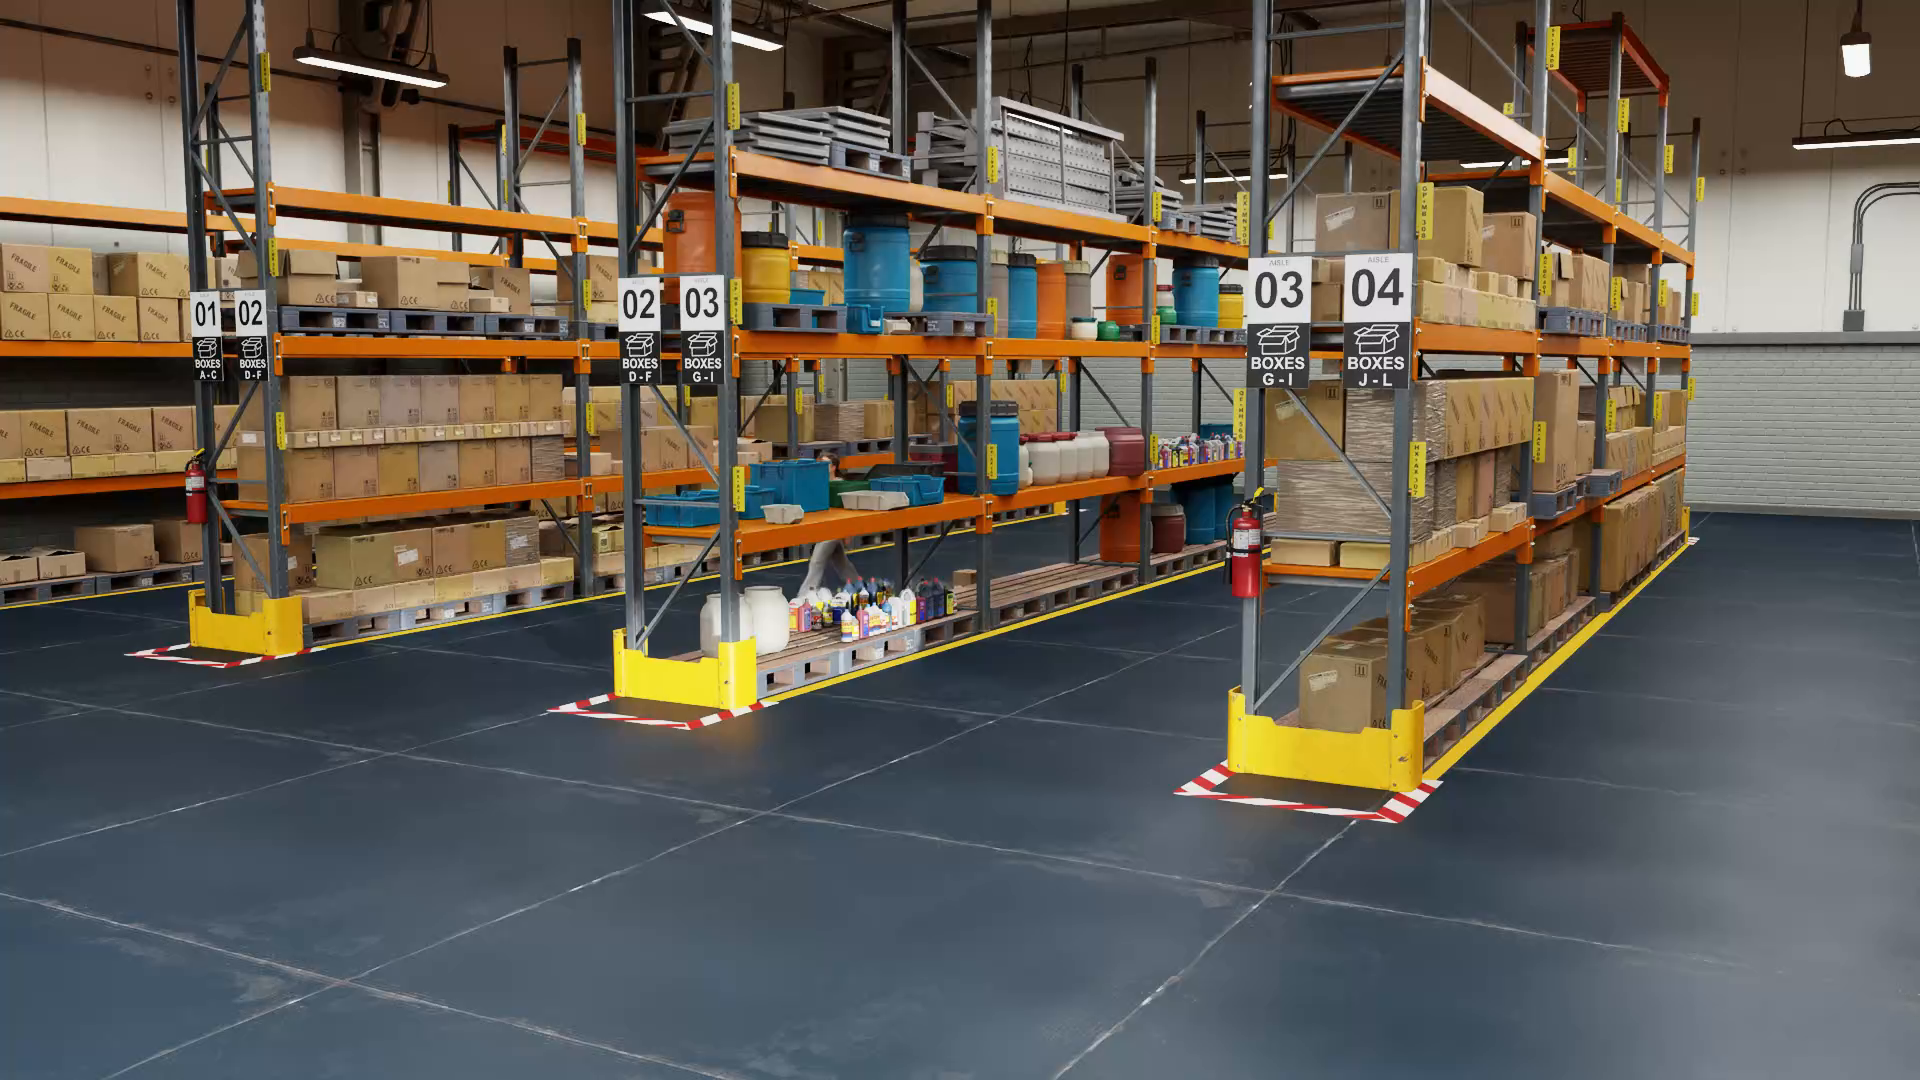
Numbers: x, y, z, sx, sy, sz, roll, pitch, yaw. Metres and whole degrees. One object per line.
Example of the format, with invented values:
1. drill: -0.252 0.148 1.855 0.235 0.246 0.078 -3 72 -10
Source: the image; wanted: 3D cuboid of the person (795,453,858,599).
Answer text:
1. person: -1.399 -0.093 17.094 1.034 1.605 0.439 -3 7 -30
